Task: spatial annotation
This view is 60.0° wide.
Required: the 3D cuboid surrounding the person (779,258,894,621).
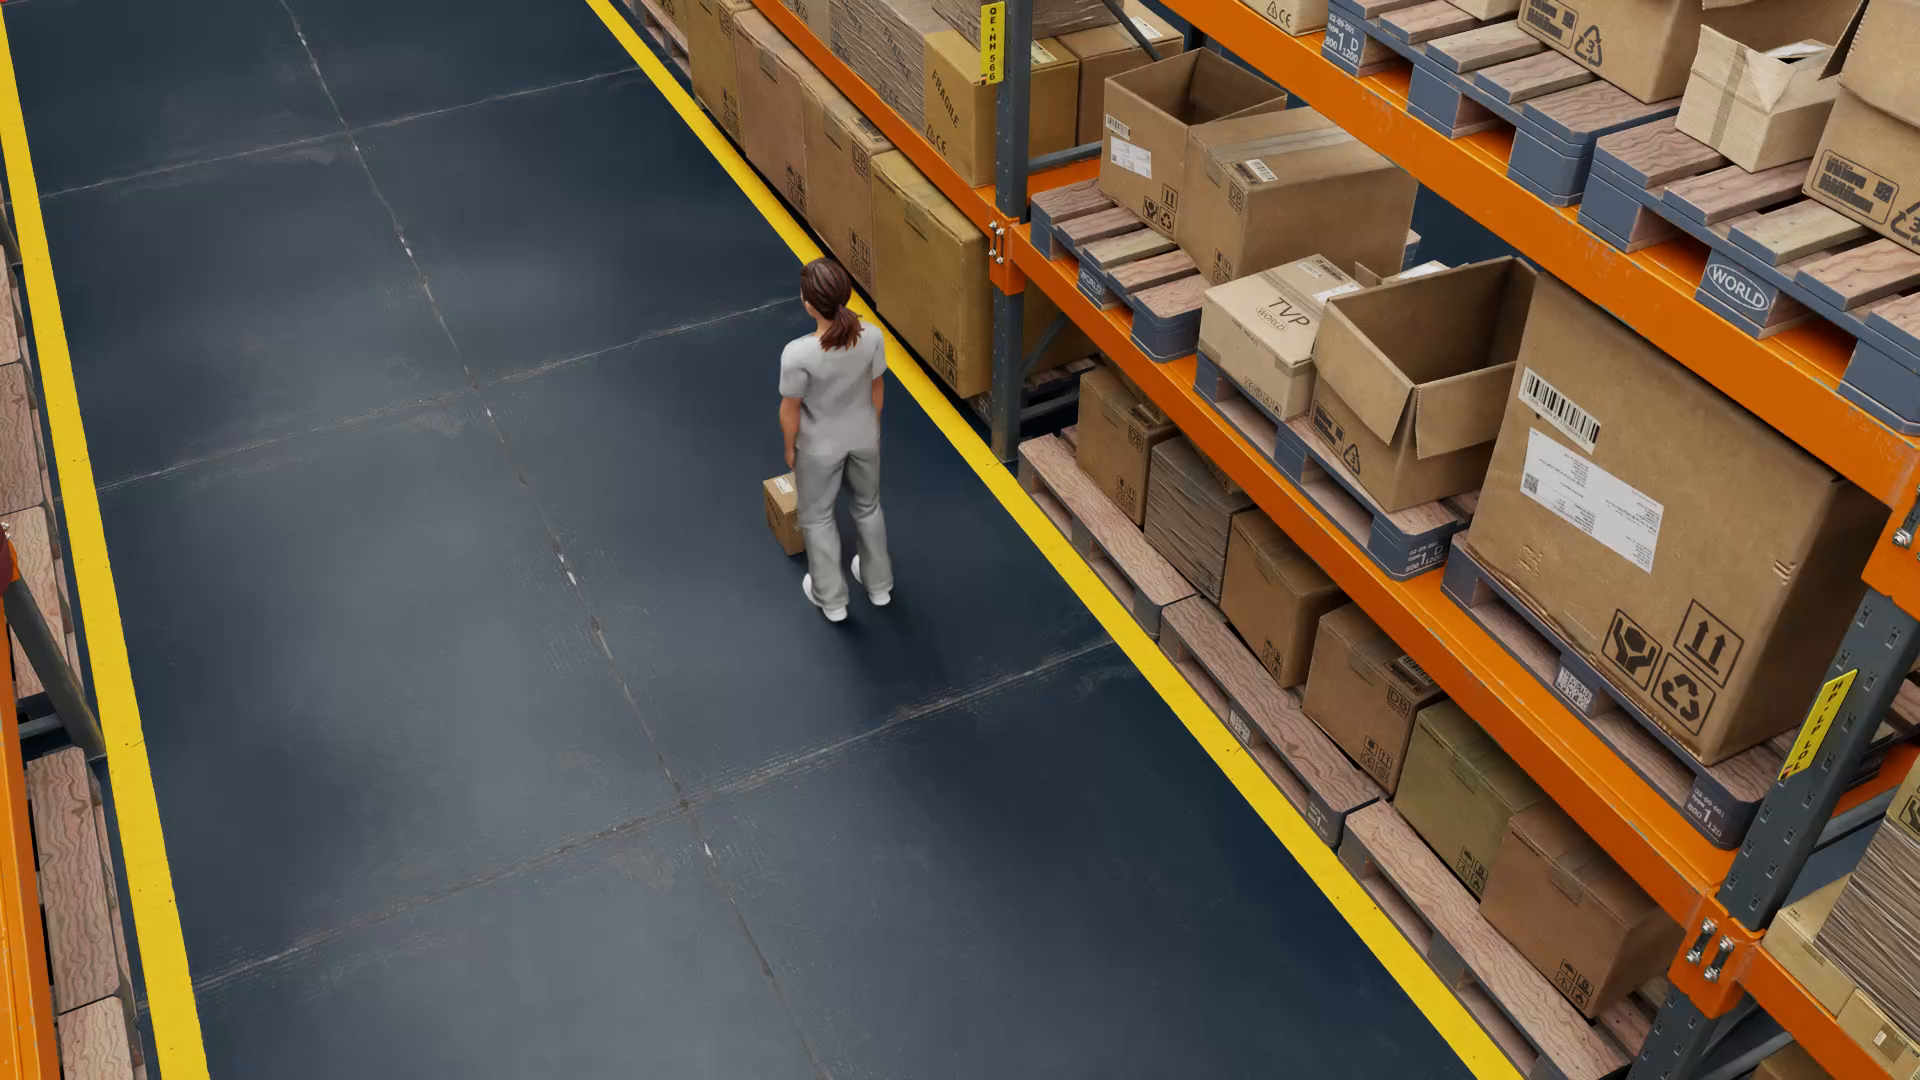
[{"bbox_3d":[-0.494,-0.380,6.597,0.439,1.673,0.351,-18,45,-19],"label":"person"}]
